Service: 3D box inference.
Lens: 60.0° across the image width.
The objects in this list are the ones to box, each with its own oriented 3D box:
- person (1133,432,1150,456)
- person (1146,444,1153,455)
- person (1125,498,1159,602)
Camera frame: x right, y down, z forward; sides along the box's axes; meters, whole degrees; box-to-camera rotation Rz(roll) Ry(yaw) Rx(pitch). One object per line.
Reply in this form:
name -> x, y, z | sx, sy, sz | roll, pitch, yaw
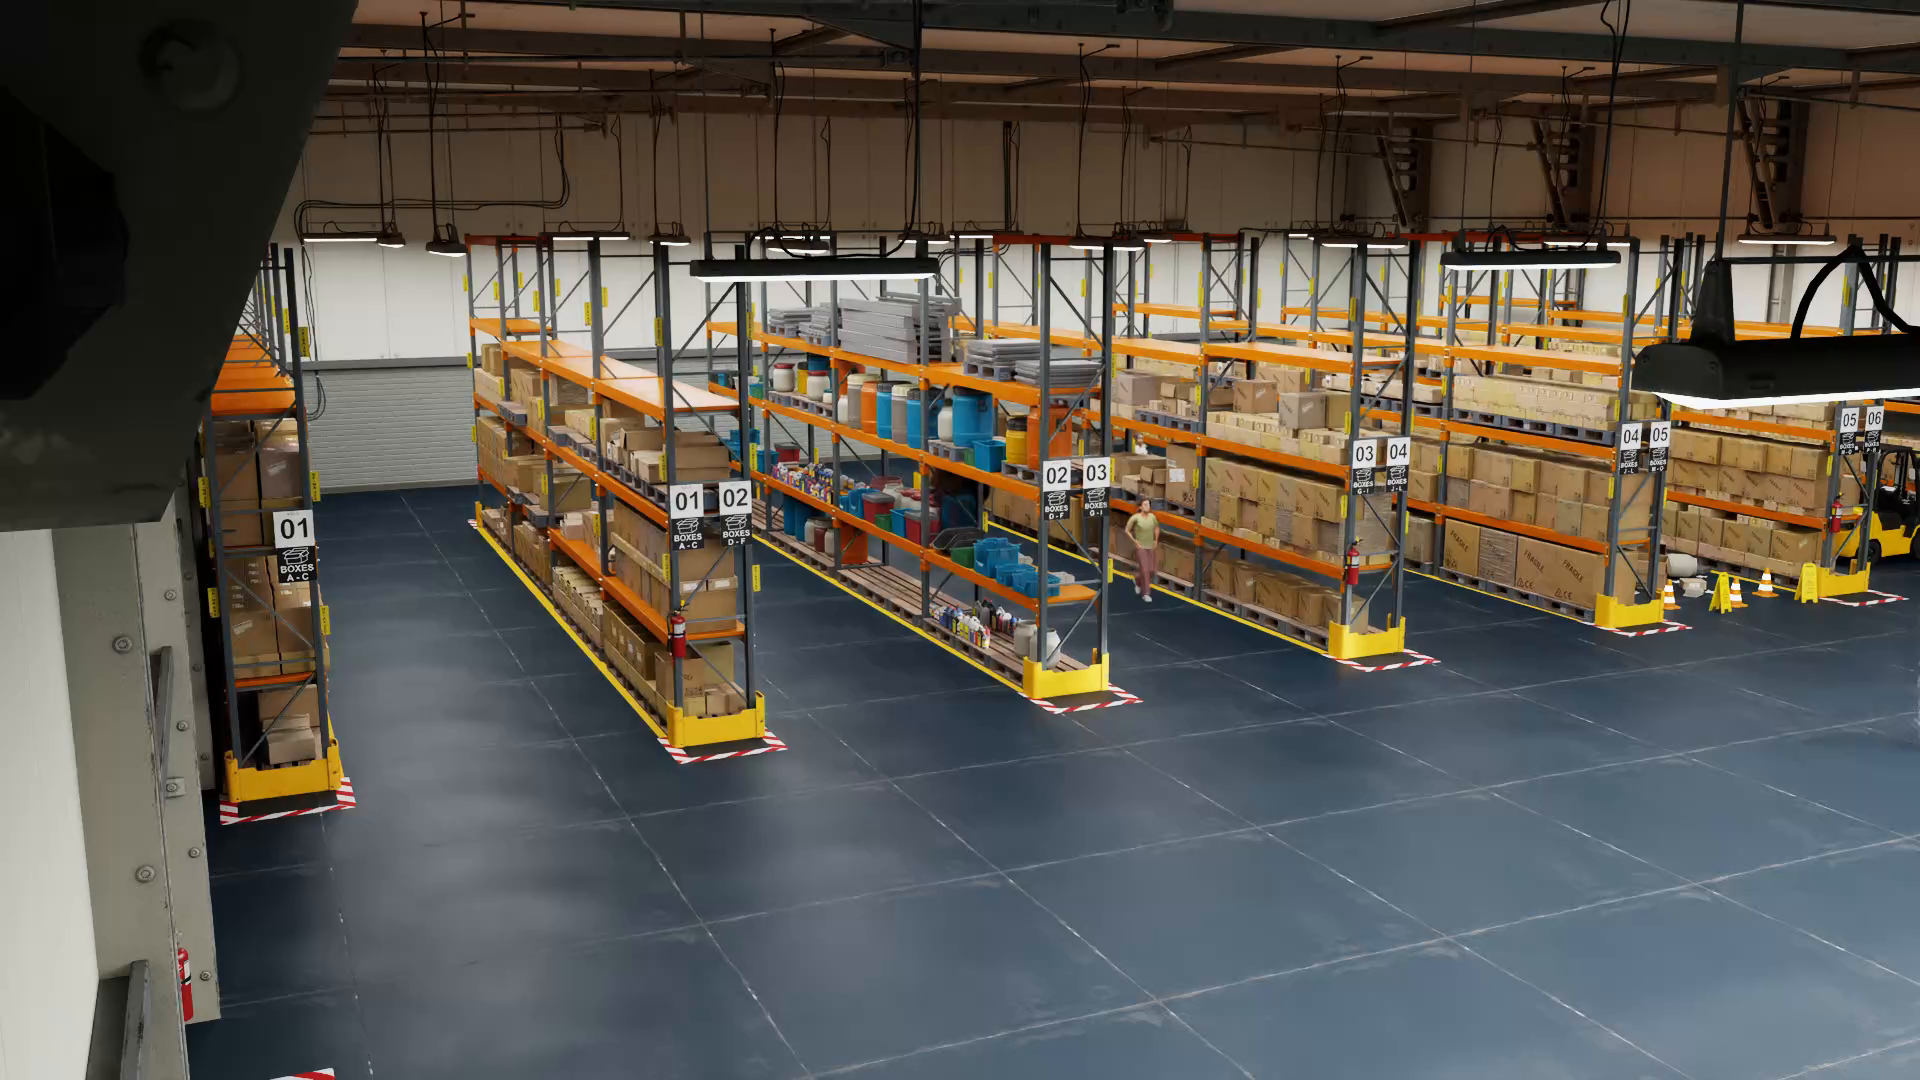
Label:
person -> 3.978, -1.523, 36.502 | 0.621, 1.695, 0.938 | -4, 12, -18
person -> 4.751, -2.583, 42.011 | 0.597, 1.722, 0.720 | 10, 15, 42
person -> 2.932, 0.131, 26.645 | 0.598, 1.652, 0.634 | -5, 12, -23
